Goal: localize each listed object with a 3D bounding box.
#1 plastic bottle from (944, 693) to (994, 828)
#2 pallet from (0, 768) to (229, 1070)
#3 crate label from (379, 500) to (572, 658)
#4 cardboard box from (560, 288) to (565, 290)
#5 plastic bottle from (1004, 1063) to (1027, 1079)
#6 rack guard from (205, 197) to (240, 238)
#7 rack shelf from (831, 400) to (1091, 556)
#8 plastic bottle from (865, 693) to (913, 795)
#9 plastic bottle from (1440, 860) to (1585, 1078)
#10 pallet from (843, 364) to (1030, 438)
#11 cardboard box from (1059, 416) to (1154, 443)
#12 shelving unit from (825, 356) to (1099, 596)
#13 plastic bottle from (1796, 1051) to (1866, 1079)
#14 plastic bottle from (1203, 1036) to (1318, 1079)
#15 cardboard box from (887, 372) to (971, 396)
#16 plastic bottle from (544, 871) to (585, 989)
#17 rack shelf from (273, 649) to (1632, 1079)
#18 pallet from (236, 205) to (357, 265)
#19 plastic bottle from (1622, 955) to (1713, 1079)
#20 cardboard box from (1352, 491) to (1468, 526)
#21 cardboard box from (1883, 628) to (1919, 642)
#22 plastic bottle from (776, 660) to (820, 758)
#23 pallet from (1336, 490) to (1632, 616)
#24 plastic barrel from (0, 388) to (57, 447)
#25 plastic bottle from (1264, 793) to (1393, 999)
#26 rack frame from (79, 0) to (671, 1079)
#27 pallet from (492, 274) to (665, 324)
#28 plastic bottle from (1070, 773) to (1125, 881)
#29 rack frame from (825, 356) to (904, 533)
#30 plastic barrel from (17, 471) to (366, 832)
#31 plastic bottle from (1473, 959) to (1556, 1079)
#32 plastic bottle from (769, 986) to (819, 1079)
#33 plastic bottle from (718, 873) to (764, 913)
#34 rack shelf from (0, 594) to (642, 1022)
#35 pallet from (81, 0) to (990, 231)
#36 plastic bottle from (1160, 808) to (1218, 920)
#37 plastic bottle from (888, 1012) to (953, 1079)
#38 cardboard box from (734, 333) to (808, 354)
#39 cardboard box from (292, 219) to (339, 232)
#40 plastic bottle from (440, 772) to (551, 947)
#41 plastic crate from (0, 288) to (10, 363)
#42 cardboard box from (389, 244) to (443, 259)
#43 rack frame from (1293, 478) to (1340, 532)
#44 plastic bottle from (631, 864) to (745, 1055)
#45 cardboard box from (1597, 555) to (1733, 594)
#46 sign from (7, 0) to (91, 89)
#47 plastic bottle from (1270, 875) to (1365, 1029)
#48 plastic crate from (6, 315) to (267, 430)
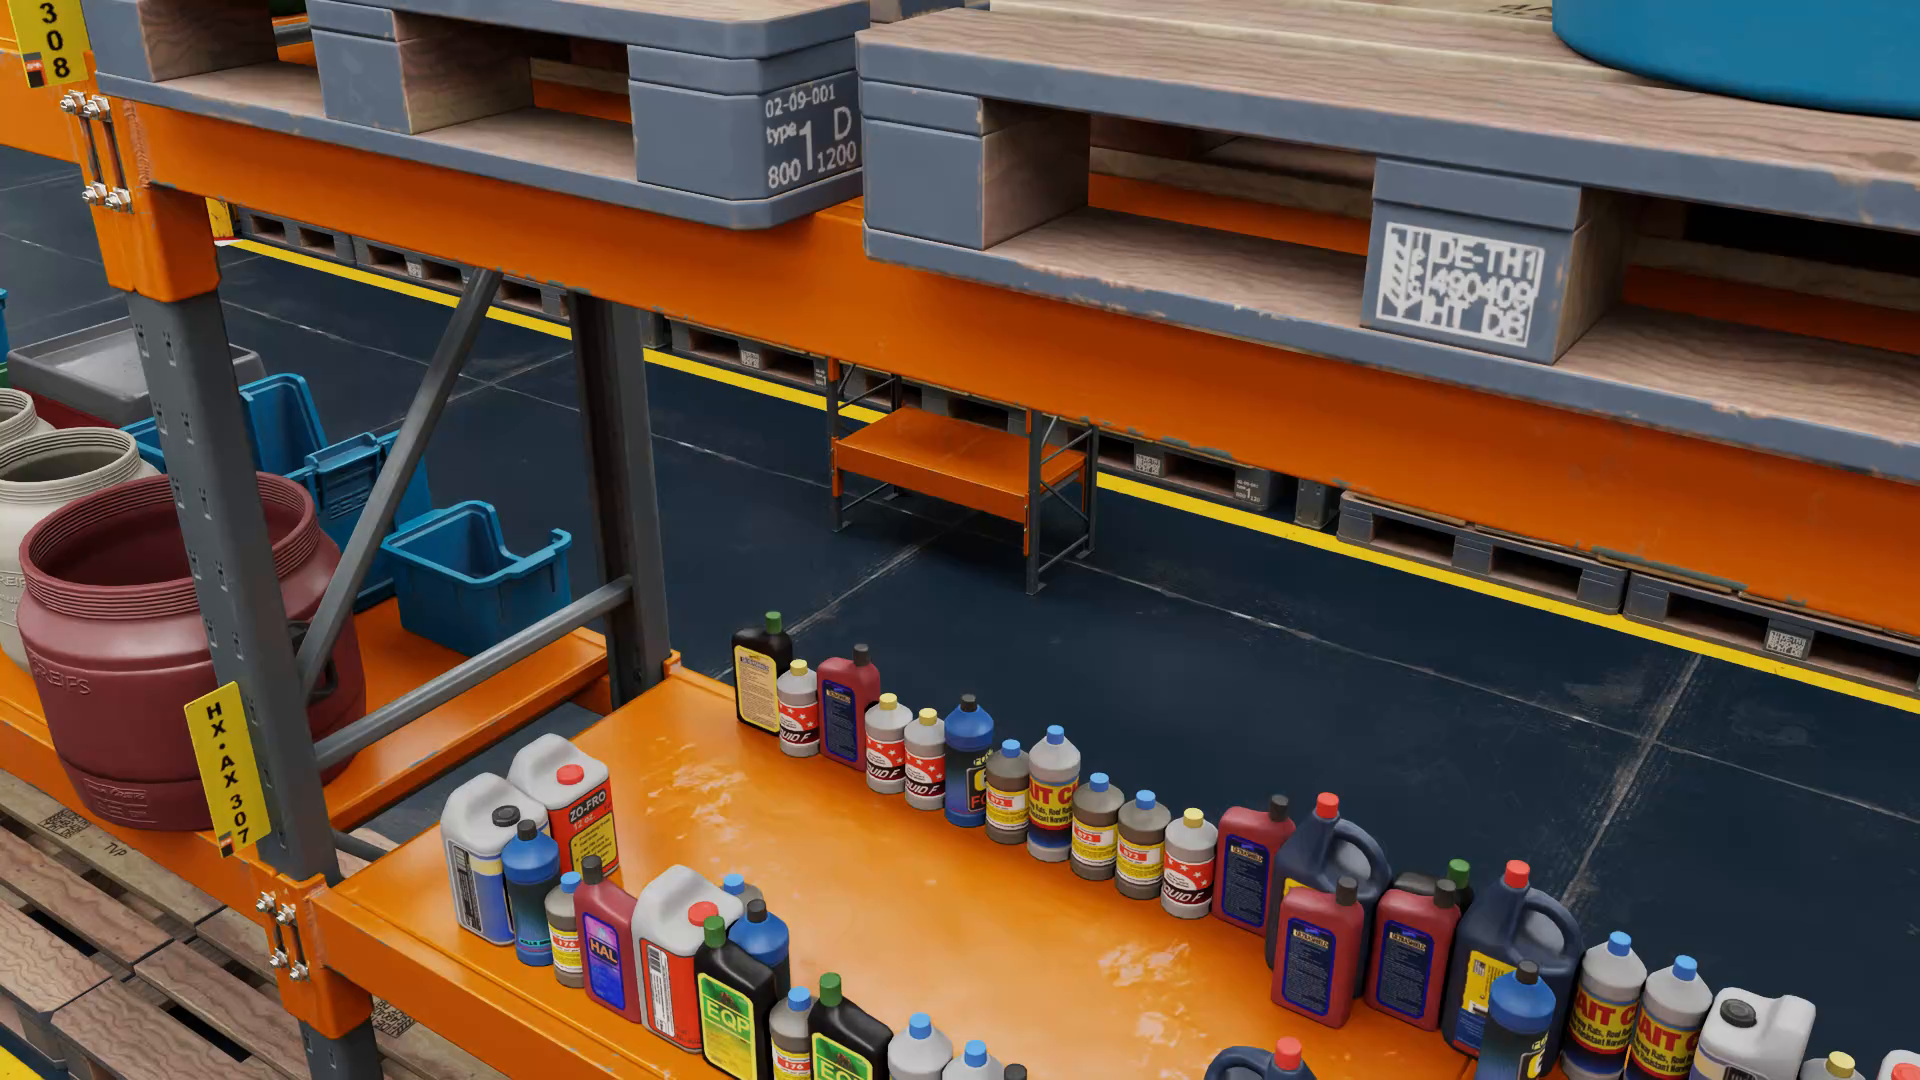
[{"bbox_3d":[0.017,0.424,3.252,0.097,0.271,0.097,0,27,0],"label":"plastic bottle"},{"bbox_3d":[-2.611,0.992,5.068,1.213,0.211,1.003,17,32,30],"label":"pallet"},{"bbox_3d":[-1.128,0.102,3.926,0.416,0.233,0.303,17,32,30],"label":"crate label"},{"bbox_3d":[-1.989,-1.601,9.657,0.500,0.250,0.500,17,32,30],"label":"cardboard box"},{"bbox_3d":[0.107,0.874,2.354,0.133,0.283,0.061,17,32,30],"label":"plastic bottle"},{"bbox_3d":[-4.800,-2.521,11.653,0.348,0.500,1.175,17,32,30],"label":"rack guard"},{"bbox_3d":[0.006,-0.282,7.102,1.000,0.278,0.538,17,32,30],"label":"rack shelf"},{"bbox_3d":[-0.143,0.405,3.366,0.097,0.201,0.097,0,27,0],"label":"plastic bottle"},{"bbox_3d":[0.894,0.674,2.672,0.185,0.351,0.144,17,32,30],"label":"plastic bottle"},{"bbox_3d":[0.156,-0.872,8.730,1.213,0.211,1.003,17,32,30],"label":"pallet"},{"bbox_3d":[0.816,-0.711,7.909,0.500,0.250,0.500,17,31,30],"label":"cardboard box"},{"bbox_3d":[0.006,-0.500,6.991,1.048,1.125,0.538,17,32,30],"label":"shelving unit"},{"bbox_3d":[1.295,0.853,2.486,0.097,0.201,0.097,0,27,0],"label":"plastic bottle"},{"bbox_3d":[0.428,0.837,2.352,0.185,0.351,0.144,17,32,30],"label":"plastic bottle"},{"bbox_3d":[-0.023,-0.973,8.423,0.500,0.250,0.500,18,32,31],"label":"cardboard box"},{"bbox_3d":[-0.659,0.662,2.862,0.097,0.201,0.097,0,27,0],"label":"plastic bottle"},{"bbox_3d":[0.655,1.110,2.554,4.000,0.370,1.077,17,32,30],"label":"rack shelf"},{"bbox_3d":[-4.126,-2.206,11.351,1.213,0.211,1.003,17,32,30],"label":"pallet"},{"bbox_3d":[1.104,0.762,2.587,0.097,0.271,0.097,0,27,0],"label":"plastic bottle"},{"bbox_3d":[2.028,-0.433,7.065,0.500,0.500,0.500,19,32,32],"label":"cardboard box"},{"bbox_3d":[3.727,0.092,6.033,0.500,0.500,0.500,18,32,31],"label":"cardboard box"},{"bbox_3d":[-0.333,0.346,3.483,0.097,0.201,0.097,0,27,0],"label":"plastic bottle"},{"bbox_3d":[2.408,-0.126,7.265,1.213,0.211,1.003,17,32,30],"label":"pallet"},{"bbox_3d":[-2.309,-0.066,3.949,0.421,0.512,0.421,0,27,0],"label":"plastic barrel"},{"bbox_3d":[0.631,0.592,2.833,0.185,0.351,0.144,17,32,30],"label":"plastic bottle"},{"bbox_3d":[-0.993,0.276,3.400,0.127,3.000,1.000,17,32,30],"label":"rack frame"},{"bbox_3d":[-2.115,-1.579,10.120,1.213,0.211,1.003,17,32,30],"label":"pallet"},{"bbox_3d":[0.258,0.530,3.121,0.097,0.201,0.097,0,27,0],"label":"plastic bottle"},{"bbox_3d":[-0.413,-0.630,7.248,0.032,1.125,0.500,17,32,30],"label":"rack frame"},{"bbox_3d":[-1.547,0.210,3.381,0.708,0.536,0.600,17,32,30],"label":"plastic barrel"},{"bbox_3d":[0.861,0.766,2.580,0.097,0.271,0.097,0,27,0],"label":"plastic bottle"},{"bbox_3d":[-0.248,0.790,2.610,0.097,0.201,0.097,0,27,0],"label":"plastic bottle"},{"bbox_3d":[-0.383,0.664,2.857,0.097,0.201,0.097,0,27,0],"label":"plastic bottle"},{"bbox_3d":[-2.642,0.083,4.572,4.000,0.370,1.077,17,32,30],"label":"rack shelf"},{"bbox_3d":[-0.418,-0.744,2.305,1.213,0.211,1.003,17,32,30],"label":"pallet"},{"bbox_3d":[0.418,0.580,3.023,0.097,0.201,0.097,0,27,0],"label":"plastic bottle"},{"bbox_3d":[-0.058,0.818,2.478,0.097,0.271,0.097,0,27,0],"label":"plastic bottle"},{"bbox_3d":[-0.870,-1.236,8.939,0.500,0.250,0.500,18,32,32],"label":"cardboard box"},{"bbox_3d":[-4.050,-2.243,10.919,0.500,0.250,0.500,17,32,30],"label":"cardboard box"},{"bbox_3d":[-0.820,0.563,2.972,0.135,0.276,0.152,17,32,30],"label":"plastic bottle"},{"bbox_3d":[-3.205,-0.577,5.094,0.575,0.384,0.392,17,32,30],"label":"plastic crate"},{"bbox_3d":[-3.228,-1.984,10.410,0.500,0.250,0.500,17,32,30],"label":"cardboard box"},{"bbox_3d":[1.814,-1.575,7.037,0.127,3.000,1.000,17,32,30],"label":"rack frame"},{"bbox_3d":[-0.438,0.682,2.739,0.135,0.276,0.152,17,32,30],"label":"plastic bottle"},{"bbox_3d":[2.873,-0.170,6.548,0.500,0.500,0.500,17,31,30],"label":"cardboard box"},{"bbox_3d":[-1.299,-0.807,2.336,0.005,0.325,0.100,17,32,30],"label":"sign"},{"bbox_3d":[0.595,0.667,2.760,0.133,0.283,0.061,17,32,30],"label":"plastic bottle"},{"bbox_3d":[-2.152,-0.282,4.426,0.583,0.464,0.402,17,32,30],"label":"plastic crate"}]
